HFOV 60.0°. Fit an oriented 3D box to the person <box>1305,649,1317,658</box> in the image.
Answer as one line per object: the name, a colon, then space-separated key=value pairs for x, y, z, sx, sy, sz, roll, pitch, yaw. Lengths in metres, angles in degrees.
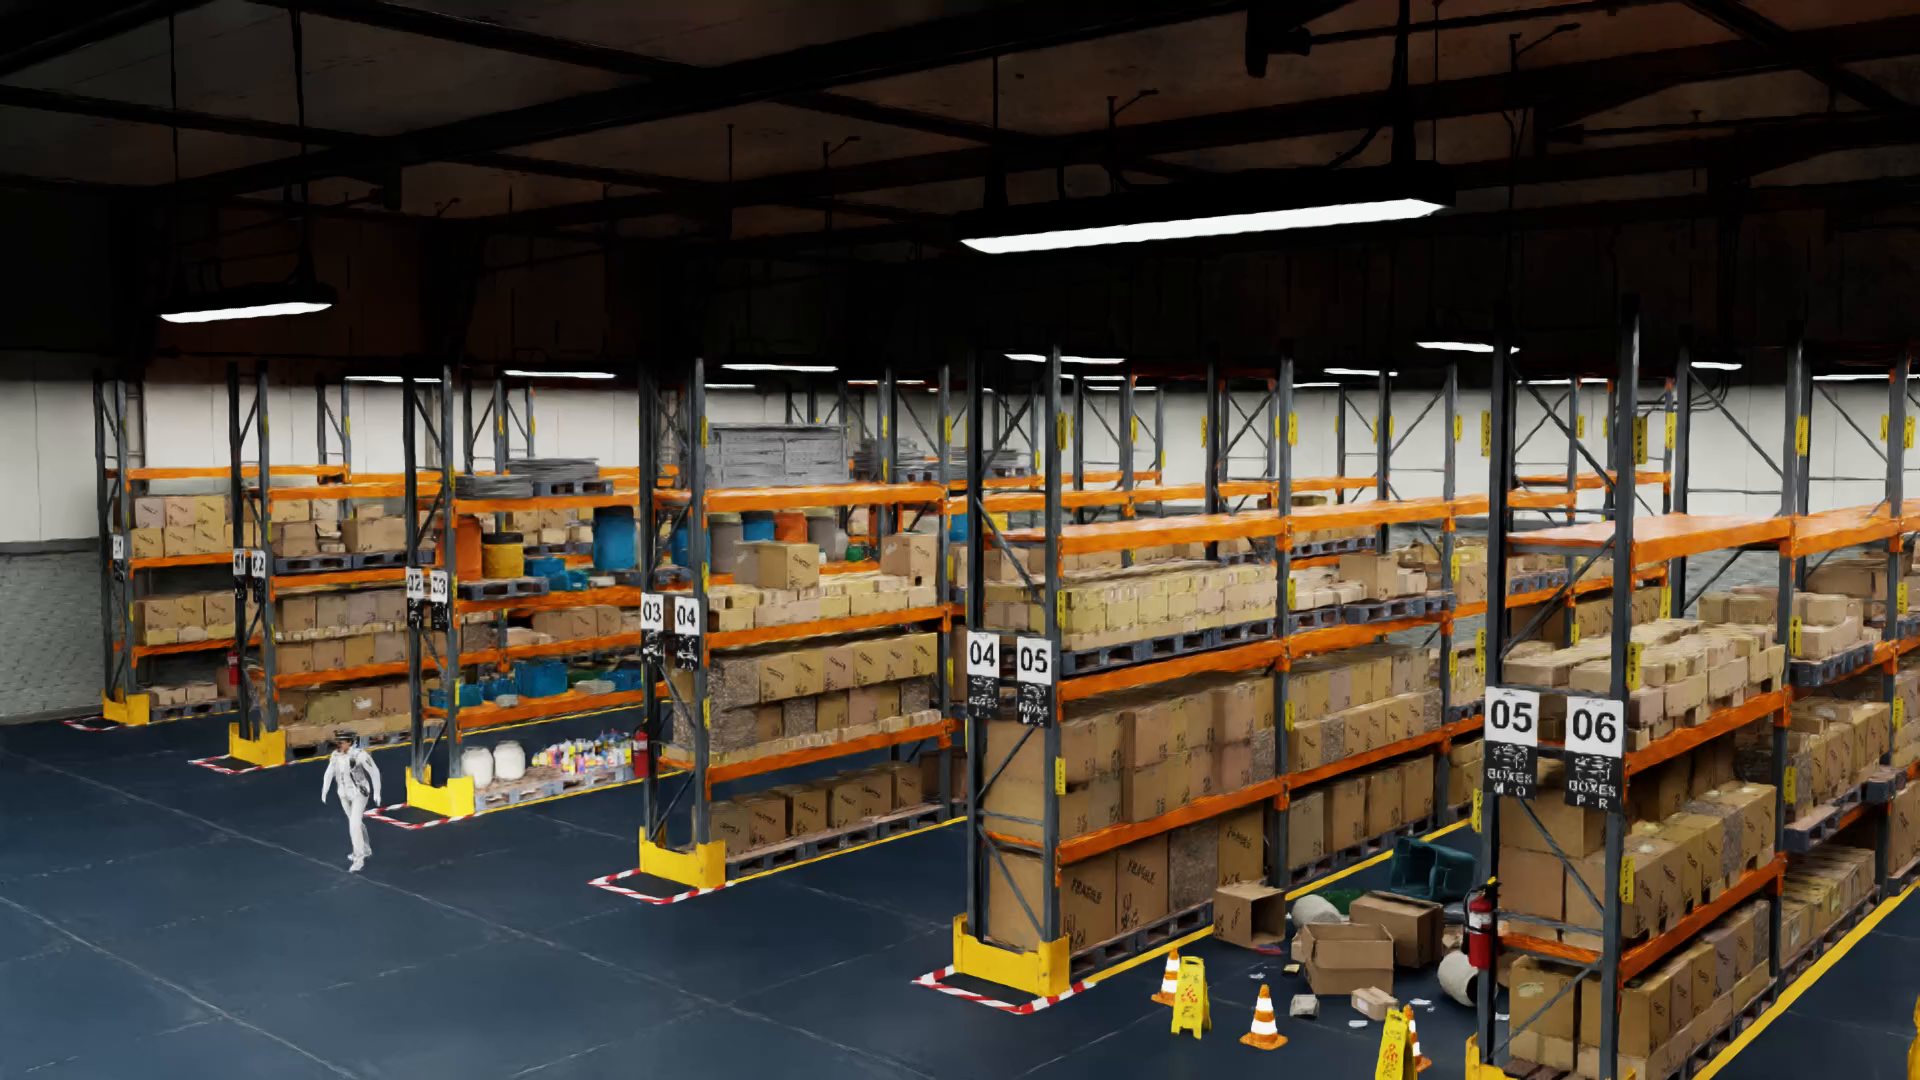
person: x=5.416 y=2.469 z=25.567 sx=0.446 sy=1.589 sz=1.095 roll=3 pitch=5 yaw=39

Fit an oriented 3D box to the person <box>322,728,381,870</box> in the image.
person: x=-6.979 y=2.947 z=19.164 sx=0.640 sy=1.613 sz=0.771 roll=2 pitch=5 yaw=22
